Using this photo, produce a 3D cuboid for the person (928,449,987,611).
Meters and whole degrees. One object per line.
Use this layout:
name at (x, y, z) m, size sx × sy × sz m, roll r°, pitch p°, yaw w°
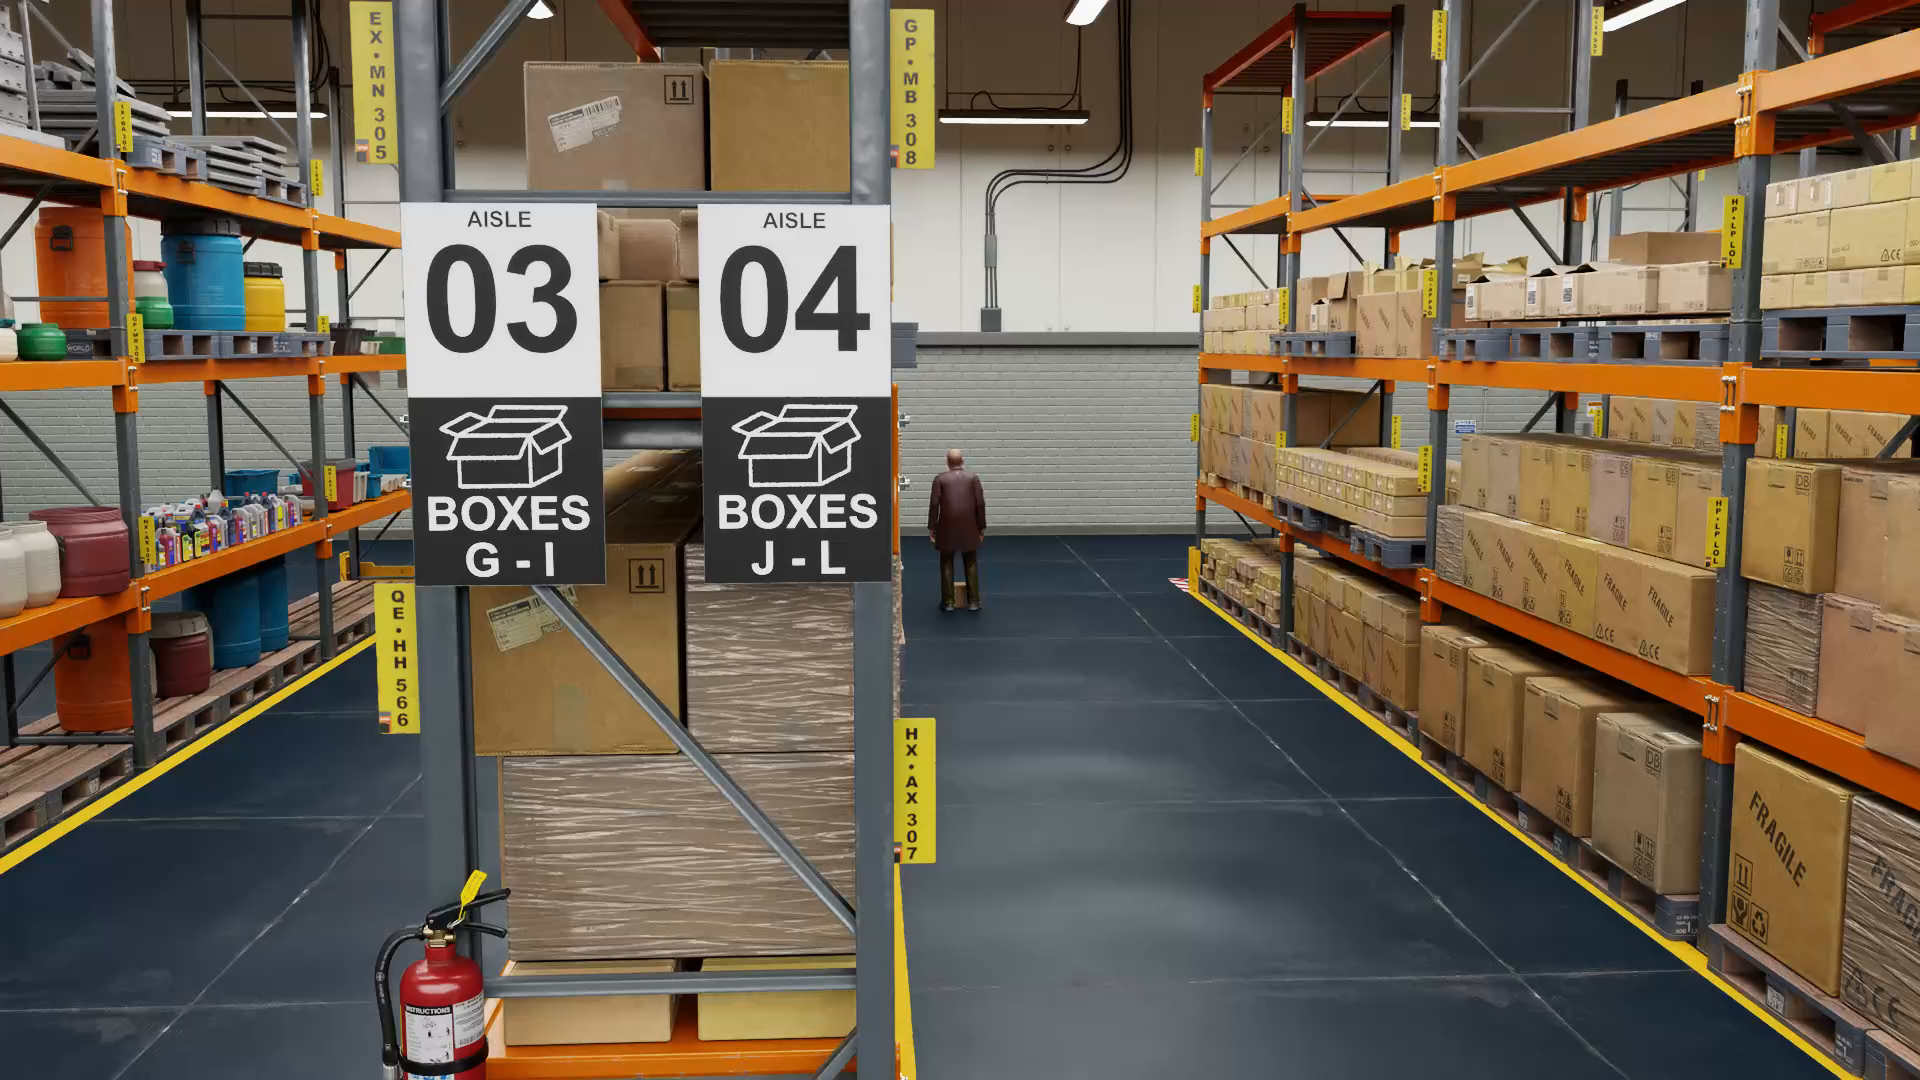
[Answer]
person at (-0.030, -0.114, 18.272) m, size 0.651 × 1.774 × 0.420 m, roll -1°, pitch 7°, yaw -5°
